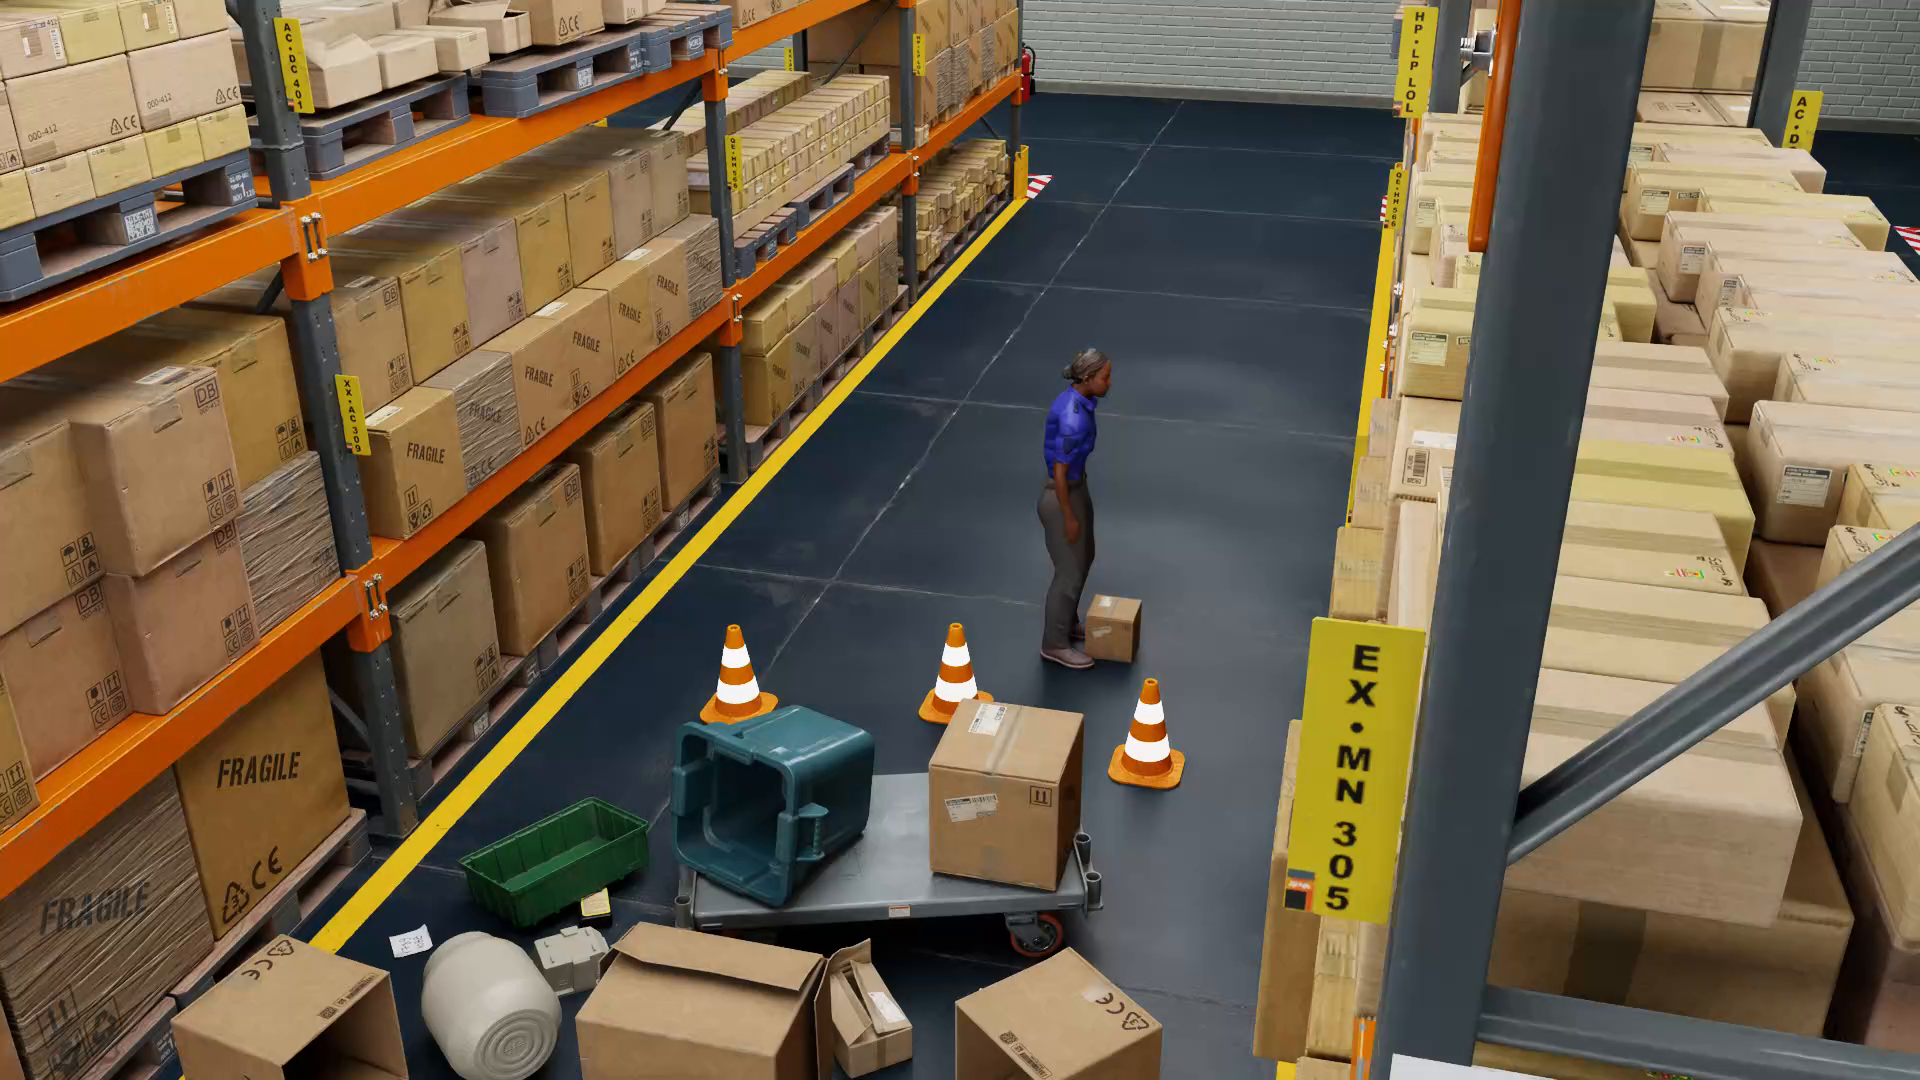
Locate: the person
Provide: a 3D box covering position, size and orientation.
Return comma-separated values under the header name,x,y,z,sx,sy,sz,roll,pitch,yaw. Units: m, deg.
name,x,y,z,sx,sy,sz,roll,pitch,yaw
person,0.577,-0.186,8.507,0.348,1.653,0.522,5,26,10
